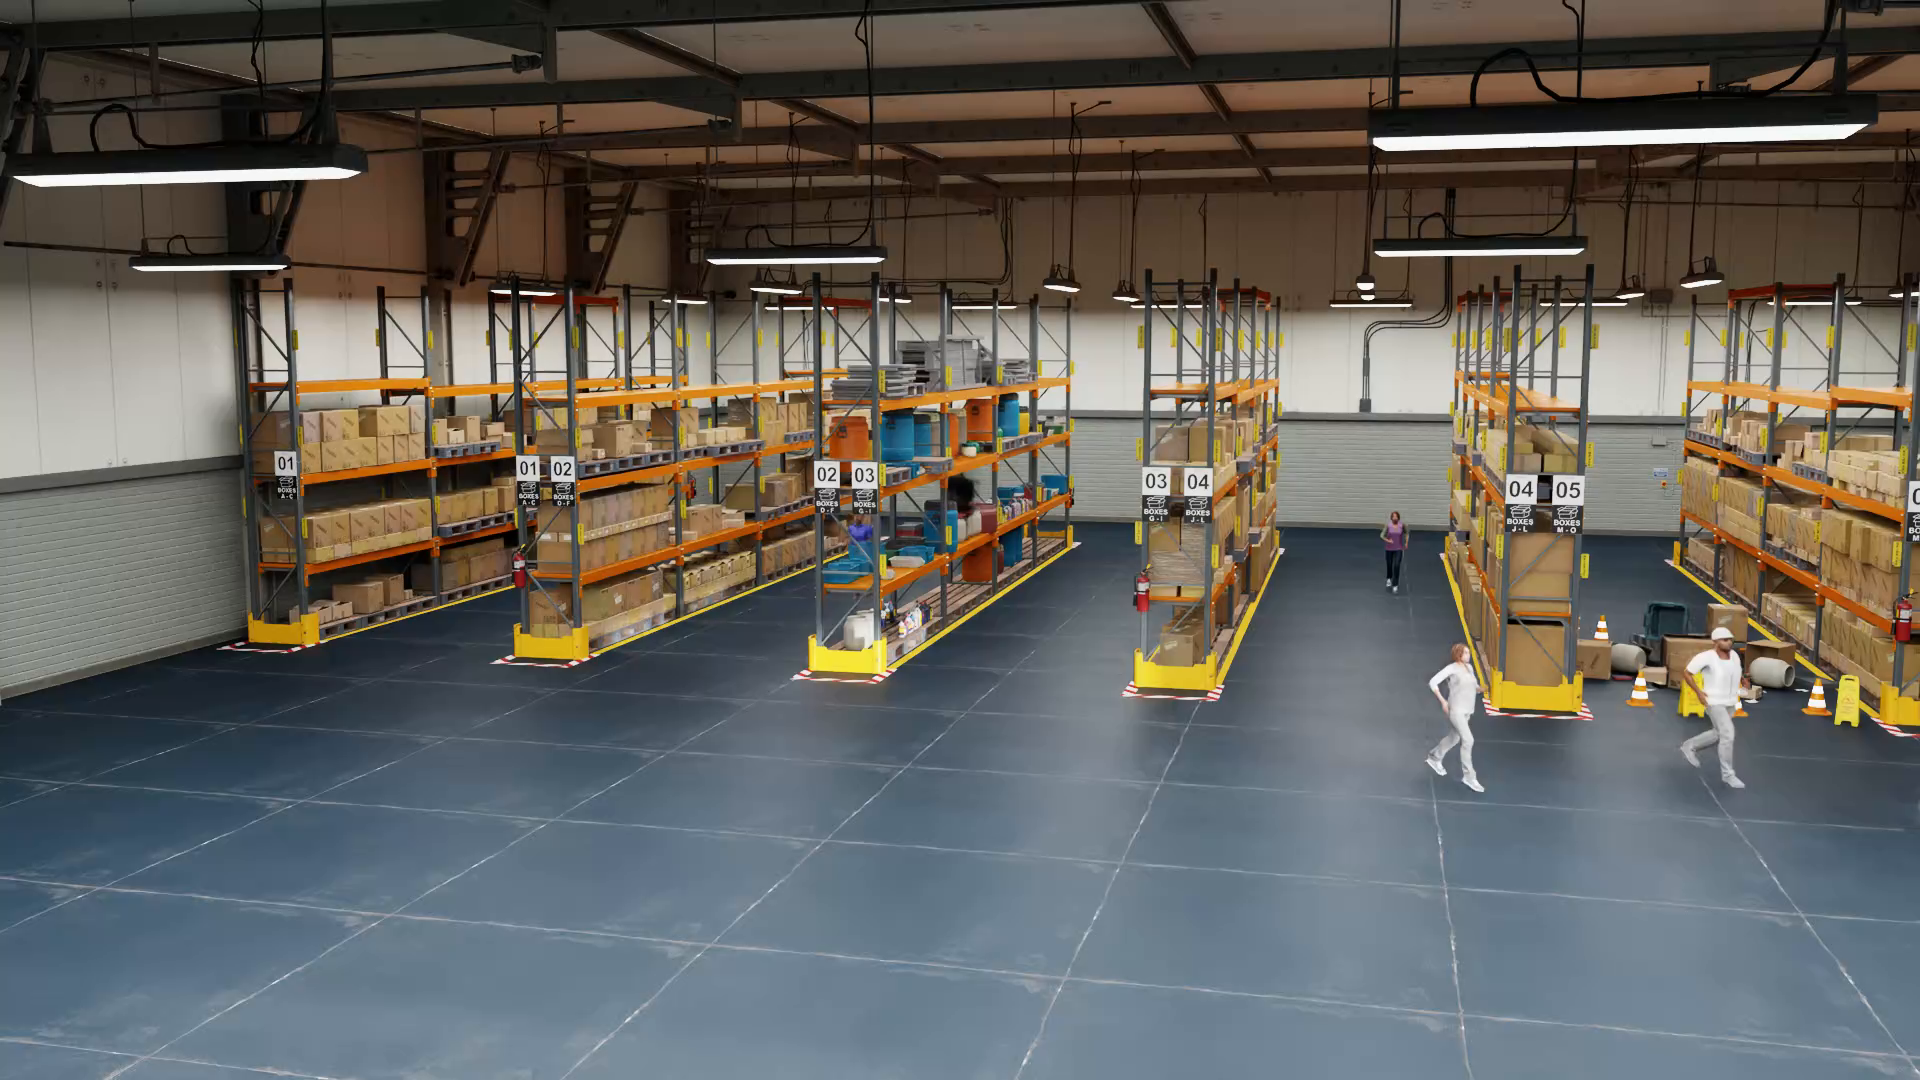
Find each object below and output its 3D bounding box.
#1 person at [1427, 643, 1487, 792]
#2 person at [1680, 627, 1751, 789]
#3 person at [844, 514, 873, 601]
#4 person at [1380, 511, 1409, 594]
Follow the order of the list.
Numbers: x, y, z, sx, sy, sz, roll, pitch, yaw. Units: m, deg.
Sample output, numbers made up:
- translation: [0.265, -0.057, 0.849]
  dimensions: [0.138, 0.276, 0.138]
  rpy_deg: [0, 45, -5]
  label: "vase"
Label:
- translation: [5.598, 1.956, 18.717]
  dimensions: [0.520, 1.622, 0.809]
  rpy_deg: [-6, 9, -41]
  label: "person"
- translation: [8.643, 1.863, 18.956]
  dimensions: [0.685, 1.776, 0.905]
  rpy_deg: [-3, 8, -25]
  label: "person"
- translation: [-1.853, 0.280, 30.300]
  dimensions: [0.580, 1.621, 0.639]
  rpy_deg: [1, 7, 11]
  label: "person"
- translation: [8.699, 0.220, 33.303]
  dimensions: [0.562, 1.622, 0.779]
  rpy_deg: [2, 7, 13]
  label: "person"
